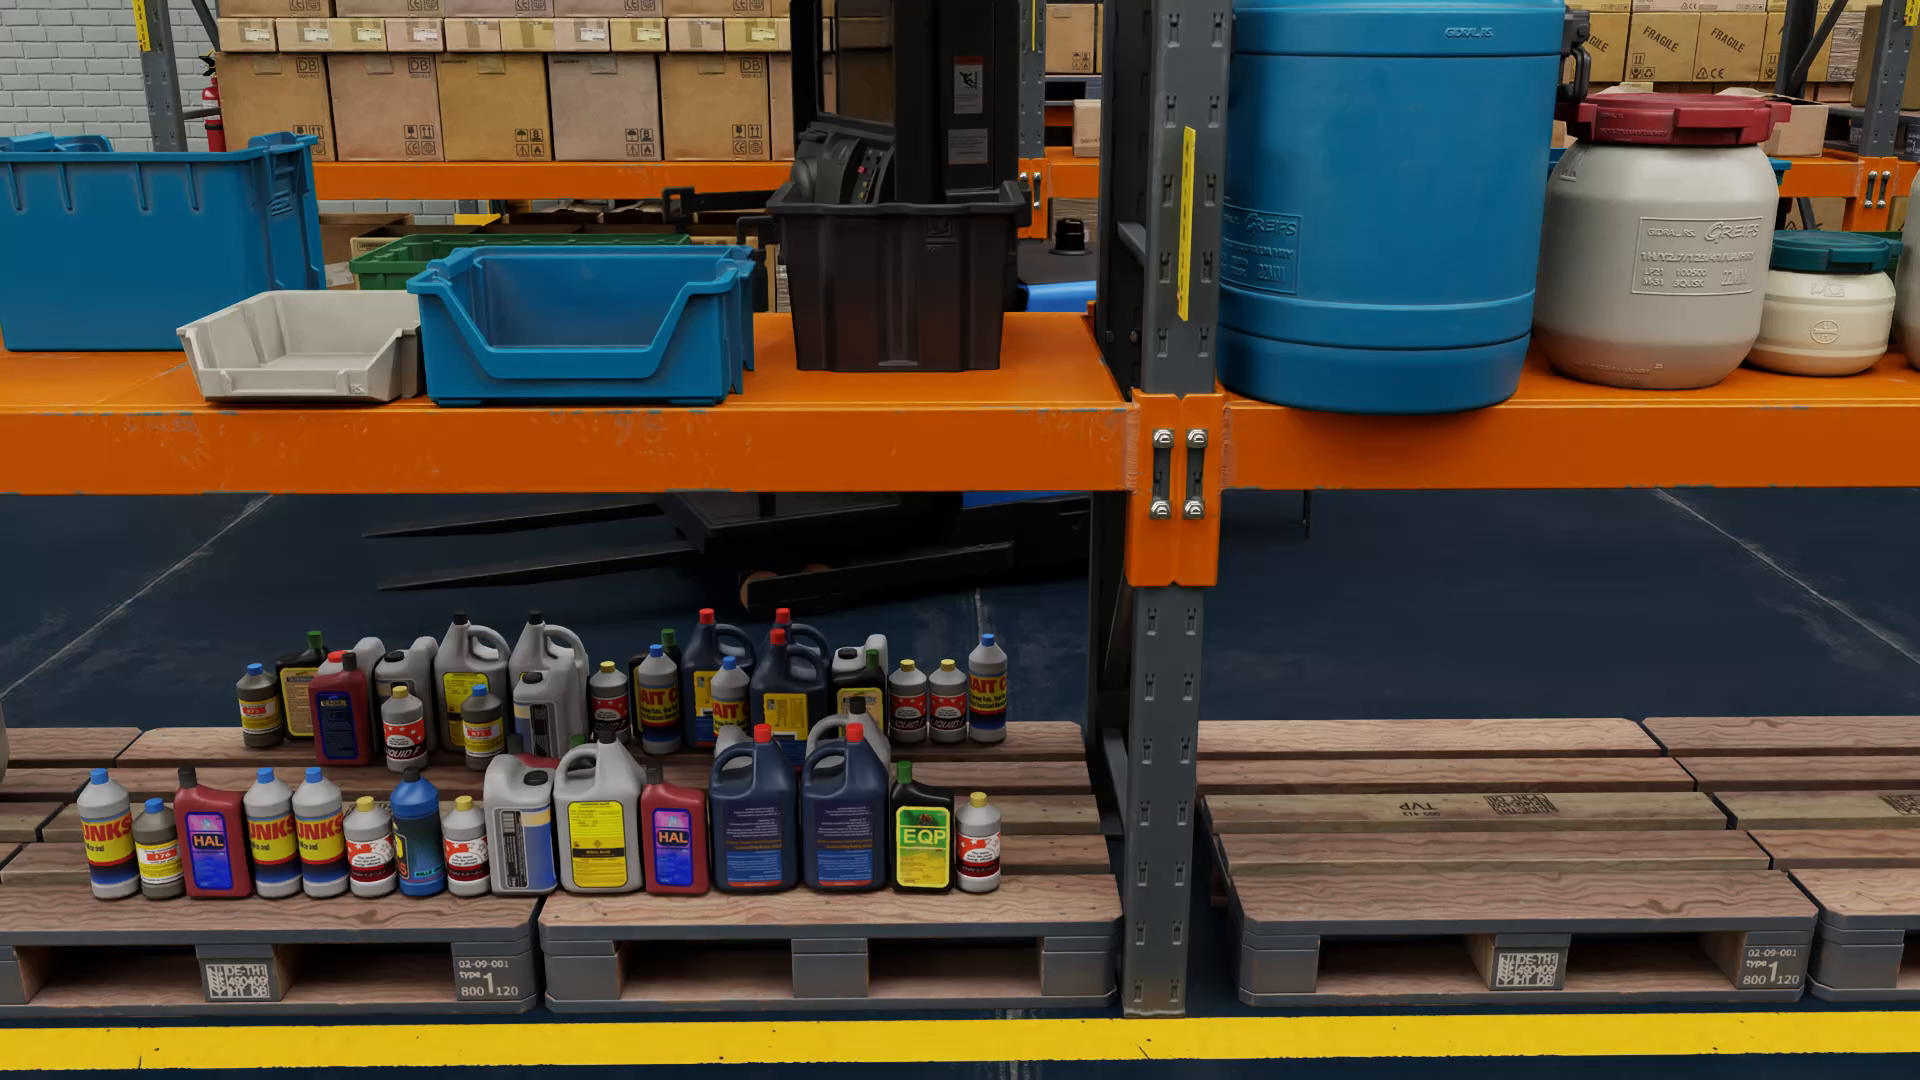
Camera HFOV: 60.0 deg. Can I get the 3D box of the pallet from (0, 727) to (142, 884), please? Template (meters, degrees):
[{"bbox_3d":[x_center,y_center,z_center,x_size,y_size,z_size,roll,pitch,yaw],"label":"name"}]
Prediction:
[{"bbox_3d":[-2.716,0.743,3.886,1.213,0.211,1.003,0,18,-1],"label":"pallet"}]

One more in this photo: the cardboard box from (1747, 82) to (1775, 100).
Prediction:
[{"bbox_3d":[6.106,-3.464,12.813,0.250,0.149,0.380,0,18,-1],"label":"cardboard box"}]

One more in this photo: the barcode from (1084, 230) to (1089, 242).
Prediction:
[{"bbox_3d":[0.584,-1.450,7.958,0.075,0.075,0.001,0,18,-1],"label":"barcode"}]

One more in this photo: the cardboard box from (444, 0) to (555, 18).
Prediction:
[{"bbox_3d":[-2.128,-2.751,7.927,0.500,0.500,0.700,0,18,-1],"label":"cardboard box"}]

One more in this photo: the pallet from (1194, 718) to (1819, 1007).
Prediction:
[{"bbox_3d":[1.181,0.725,3.942,1.213,0.211,1.003,0,18,-1],"label":"pallet"}]

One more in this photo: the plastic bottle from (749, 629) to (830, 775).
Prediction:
[{"bbox_3d":[-0.415,0.386,4.050,0.185,0.351,0.144,0,18,-1],"label":"plastic bottle"}]

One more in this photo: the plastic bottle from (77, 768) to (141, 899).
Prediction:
[{"bbox_3d":[-1.785,0.608,3.487,0.097,0.271,0.097,0,18,0],"label":"plastic bottle"}]

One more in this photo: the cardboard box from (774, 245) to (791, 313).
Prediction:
[{"bbox_3d":[-0.639,-1.280,8.213,0.500,0.500,0.500,0,18,-1],"label":"cardboard box"}]

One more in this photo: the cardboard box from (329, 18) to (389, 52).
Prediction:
[{"bbox_3d":[-2.769,-2.376,7.818,0.250,0.149,0.380,0,18,-1],"label":"cardboard box"}]

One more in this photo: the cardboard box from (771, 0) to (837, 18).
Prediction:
[{"bbox_3d":[-0.627,-2.758,7.948,0.500,0.500,0.700,0,18,-1],"label":"cardboard box"}]

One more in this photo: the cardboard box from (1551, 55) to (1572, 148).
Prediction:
[{"bbox_3d":[2.644,-2.154,8.187,0.500,0.500,0.500,-1,18,-4],"label":"cardboard box"}]

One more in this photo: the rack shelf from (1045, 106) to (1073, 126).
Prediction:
[{"bbox_3d":[2.240,-3.280,13.039,4.000,0.370,1.077,0,18,-1],"label":"rack shelf"}]

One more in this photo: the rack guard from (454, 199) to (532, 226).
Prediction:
[{"bbox_3d":[-3.684,-2.404,13.222,0.348,0.500,1.175,0,18,-1],"label":"rack guard"}]

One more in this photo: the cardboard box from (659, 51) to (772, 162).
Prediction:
[{"bbox_3d":[-1.151,-2.138,8.137,0.500,0.500,0.700,0,18,0],"label":"cardboard box"}]

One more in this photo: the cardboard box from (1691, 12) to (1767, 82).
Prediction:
[{"bbox_3d":[5.749,-3.757,12.665,0.500,0.500,0.500,0,18,-1],"label":"cardboard box"}]

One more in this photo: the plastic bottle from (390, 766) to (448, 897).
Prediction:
[{"bbox_3d":[-1.140,0.605,3.497,0.097,0.271,0.097,0,18,0],"label":"plastic bottle"}]

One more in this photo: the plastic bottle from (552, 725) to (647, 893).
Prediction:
[{"bbox_3d":[-0.758,0.558,3.513,0.185,0.351,0.144,0,18,-1],"label":"plastic bottle"}]

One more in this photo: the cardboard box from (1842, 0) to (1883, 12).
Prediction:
[{"bbox_3d":[6.754,-4.125,12.585,0.500,0.250,0.500,0,18,0],"label":"cardboard box"}]

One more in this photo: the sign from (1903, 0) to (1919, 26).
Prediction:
[{"bbox_3d":[4.333,-2.501,7.538,0.005,0.325,0.100,0,18,-1],"label":"sign"}]

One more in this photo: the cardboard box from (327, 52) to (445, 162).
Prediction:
[{"bbox_3d":[-2.686,-2.131,8.115,0.500,0.500,0.700,0,18,1],"label":"cardboard box"}]

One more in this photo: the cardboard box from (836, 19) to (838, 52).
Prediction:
[{"bbox_3d":[-0.456,-2.387,7.852,0.250,0.149,0.380,-1,18,-2],"label":"cardboard box"}]

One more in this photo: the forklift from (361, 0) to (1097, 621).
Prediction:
[{"bbox_3d":[-0.607,-1.303,5.812,3.031,2.935,1.130,-8,19,-22],"label":"forklift"}]

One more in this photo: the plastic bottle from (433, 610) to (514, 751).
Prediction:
[{"bbox_3d":[-1.217,0.346,4.175,0.185,0.351,0.144,0,18,1],"label":"plastic bottle"}]

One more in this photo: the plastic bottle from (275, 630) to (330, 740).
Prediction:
[{"bbox_3d":[-1.657,0.367,4.219,0.133,0.283,0.061,0,18,0],"label":"plastic bottle"}]

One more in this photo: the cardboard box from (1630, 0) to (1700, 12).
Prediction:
[{"bbox_3d":[5.235,-4.114,12.551,0.500,0.250,0.500,-1,18,-2],"label":"cardboard box"}]

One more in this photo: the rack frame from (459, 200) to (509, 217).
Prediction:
[{"bbox_3d":[-3.760,-3.594,12.839,0.127,3.000,1.000,0,18,-1],"label":"rack frame"}]

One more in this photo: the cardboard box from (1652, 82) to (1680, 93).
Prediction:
[{"bbox_3d":[5.341,-3.466,12.819,0.250,0.149,0.380,0,18,-1],"label":"cardboard box"}]

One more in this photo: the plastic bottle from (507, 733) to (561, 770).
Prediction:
[{"bbox_3d":[-0.923,0.558,3.626,0.133,0.283,0.061,0,18,-1],"label":"plastic bottle"}]

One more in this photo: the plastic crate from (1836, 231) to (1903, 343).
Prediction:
[{"bbox_3d":[2.133,-0.581,3.794,0.662,0.188,0.450,0,18,-1],"label":"plastic crate"}]

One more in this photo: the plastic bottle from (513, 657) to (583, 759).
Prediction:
[{"bbox_3d":[-1.004,0.426,4.049,0.135,0.276,0.152,0,18,-1],"label":"plastic bottle"}]

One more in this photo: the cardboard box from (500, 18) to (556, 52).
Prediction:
[{"bbox_3d":[-1.994,-2.380,7.831,0.250,0.149,0.380,-1,18,-2],"label":"cardboard box"}]

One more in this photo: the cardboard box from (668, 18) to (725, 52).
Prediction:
[{"bbox_3d":[-1.216,-2.384,7.843,0.250,0.149,0.380,0,18,1],"label":"cardboard box"}]

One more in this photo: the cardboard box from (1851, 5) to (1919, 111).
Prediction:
[{"bbox_3d":[4.949,-2.404,8.281,0.500,0.500,0.700,-6,19,-19],"label":"cardboard box"}]

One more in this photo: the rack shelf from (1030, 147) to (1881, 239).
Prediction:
[{"bbox_3d":[2.322,-1.767,8.323,4.000,0.370,1.077,0,18,-1],"label":"rack shelf"}]

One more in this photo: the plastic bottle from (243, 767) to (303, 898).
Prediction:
[{"bbox_3d":[-1.443,0.607,3.492,0.097,0.271,0.097,0,18,0],"label":"plastic bottle"}]

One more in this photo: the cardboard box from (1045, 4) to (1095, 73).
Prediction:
[{"bbox_3d":[0.749,-3.862,12.792,0.500,0.500,0.700,0,18,-1],"label":"cardboard box"}]

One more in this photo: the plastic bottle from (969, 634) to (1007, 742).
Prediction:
[{"bbox_3d":[0.071,0.370,4.229,0.097,0.271,0.097,0,18,0],"label":"plastic bottle"}]

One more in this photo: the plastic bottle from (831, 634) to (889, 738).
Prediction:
[{"bbox_3d":[-0.252,0.378,4.197,0.135,0.276,0.152,0,18,1],"label":"plastic bottle"}]

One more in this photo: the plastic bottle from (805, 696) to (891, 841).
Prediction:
[{"bbox_3d":[-0.245,0.512,3.658,0.185,0.351,0.144,0,18,-1],"label":"plastic bottle"}]

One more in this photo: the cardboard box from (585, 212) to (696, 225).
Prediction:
[{"bbox_3d":[-1.647,-1.433,8.691,0.500,0.500,0.500,0,18,-1],"label":"cardboard box"}]

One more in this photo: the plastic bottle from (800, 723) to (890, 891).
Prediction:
[{"bbox_3d":[-0.243,0.556,3.520,0.185,0.351,0.144,-1,18,-2],"label":"plastic bottle"}]

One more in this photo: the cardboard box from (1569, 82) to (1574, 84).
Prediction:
[{"bbox_3d":[4.572,-3.453,12.779,0.250,0.149,0.380,-1,18,-2],"label":"cardboard box"}]

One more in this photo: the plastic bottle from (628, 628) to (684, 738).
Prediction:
[{"bbox_3d":[-0.772,0.363,4.232,0.133,0.283,0.061,1,18,2],"label":"plastic bottle"}]

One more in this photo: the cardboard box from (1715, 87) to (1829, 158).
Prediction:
[{"bbox_3d":[3.957,-2.088,8.293,0.500,0.311,0.500,1,18,3],"label":"cardboard box"}]

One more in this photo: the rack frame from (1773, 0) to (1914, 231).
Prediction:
[{"bbox_3d":[4.321,-2.119,8.243,0.127,3.000,1.000,0,18,-1],"label":"rack frame"}]

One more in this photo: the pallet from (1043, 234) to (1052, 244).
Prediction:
[{"bbox_3d":[1.018,-2.289,13.338,1.213,0.211,1.003,0,18,-1],"label":"pallet"}]

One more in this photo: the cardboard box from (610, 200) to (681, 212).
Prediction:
[{"bbox_3d":[-2.496,-2.501,13.116,0.500,0.311,0.500,1,18,4],"label":"cardboard box"}]

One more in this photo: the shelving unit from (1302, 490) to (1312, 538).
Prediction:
[{"bbox_3d":[1.149,-0.627,6.538,0.503,1.200,0.258,3,18,8],"label":"shelving unit"}]

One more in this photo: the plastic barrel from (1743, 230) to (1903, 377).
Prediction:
[{"bbox_3d":[1.722,-0.481,3.362,0.301,0.262,0.301,0,18,0],"label":"plastic barrel"}]

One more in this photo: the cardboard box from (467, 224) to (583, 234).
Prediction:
[{"bbox_3d":[-2.138,-1.272,8.190,0.500,0.500,0.500,0,18,-1],"label":"cardboard box"}]

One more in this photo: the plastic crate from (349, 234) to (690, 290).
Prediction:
[{"bbox_3d":[-0.965,-0.566,3.748,0.662,0.188,0.450,0,18,-1],"label":"plastic crate"}]

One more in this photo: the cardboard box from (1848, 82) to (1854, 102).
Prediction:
[{"bbox_3d":[6.885,-3.457,12.793,0.250,0.149,0.380,0,18,-1],"label":"cardboard box"}]
